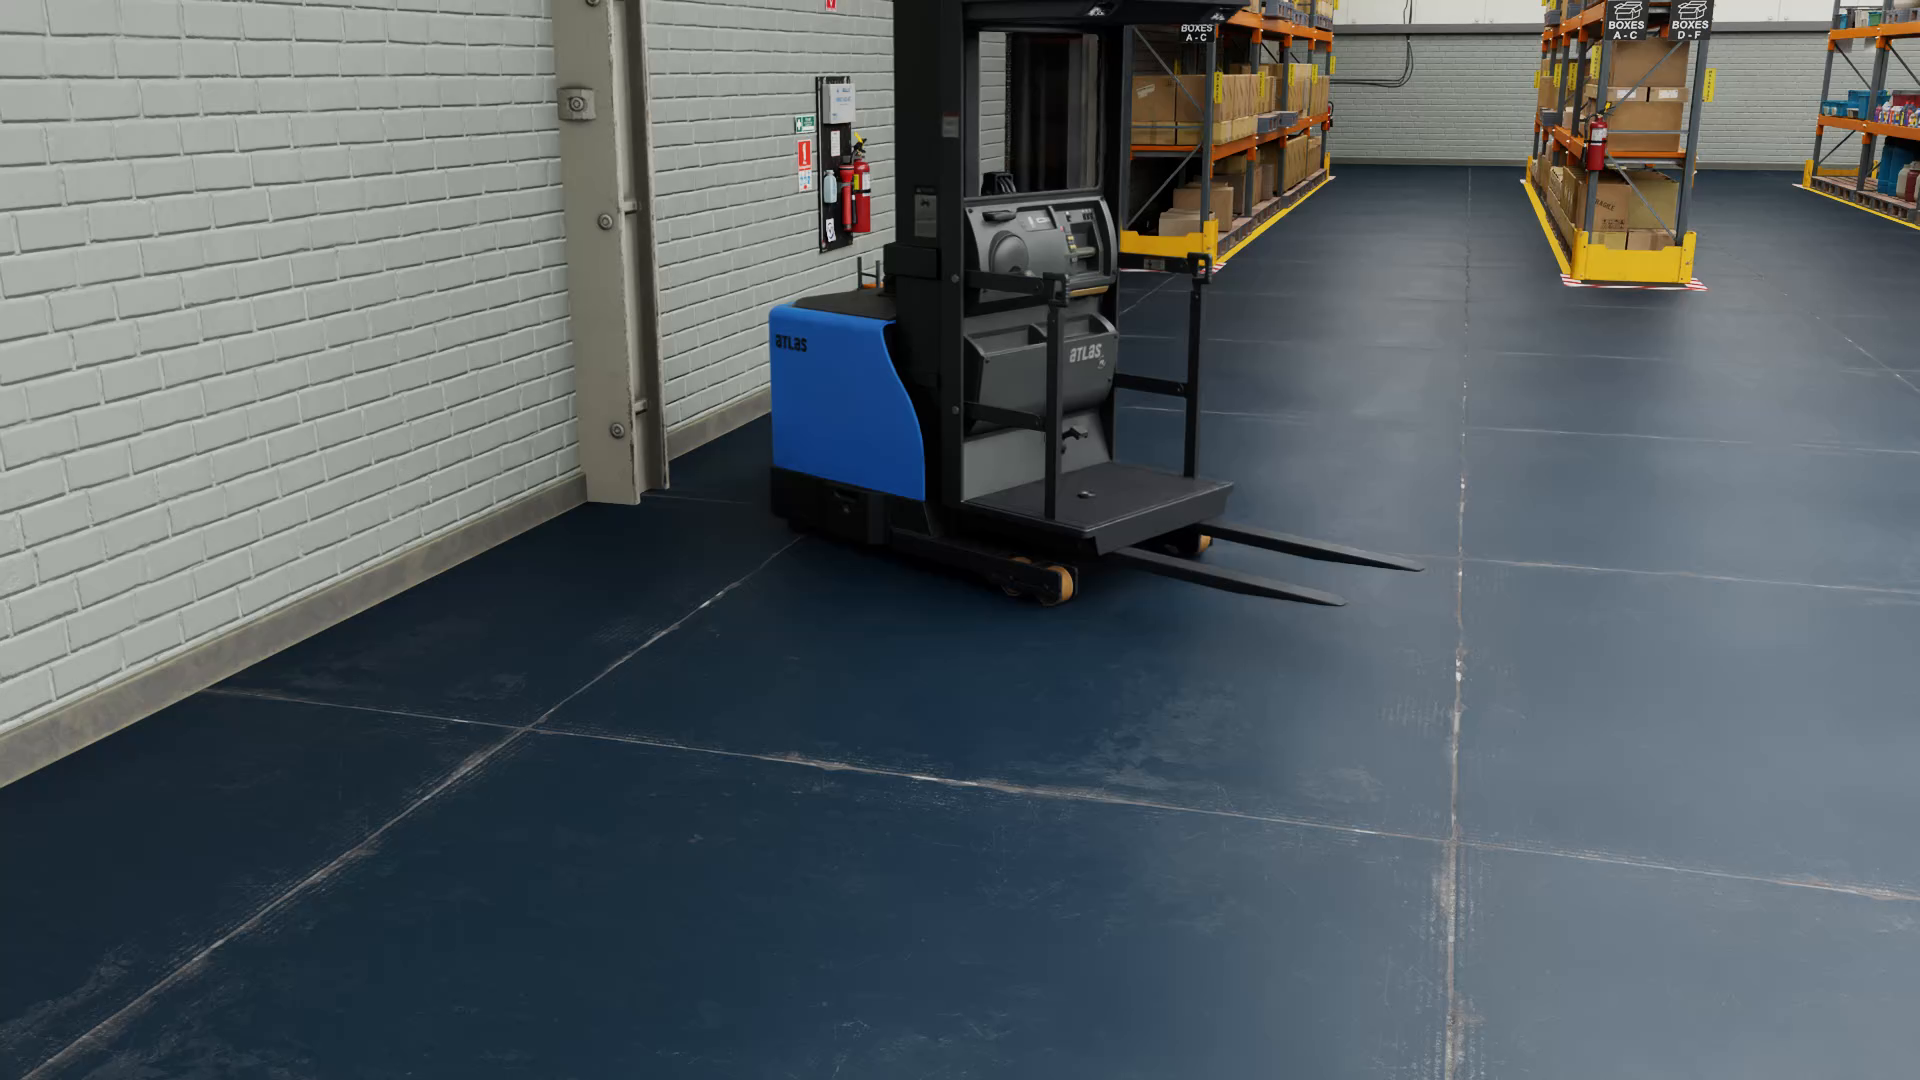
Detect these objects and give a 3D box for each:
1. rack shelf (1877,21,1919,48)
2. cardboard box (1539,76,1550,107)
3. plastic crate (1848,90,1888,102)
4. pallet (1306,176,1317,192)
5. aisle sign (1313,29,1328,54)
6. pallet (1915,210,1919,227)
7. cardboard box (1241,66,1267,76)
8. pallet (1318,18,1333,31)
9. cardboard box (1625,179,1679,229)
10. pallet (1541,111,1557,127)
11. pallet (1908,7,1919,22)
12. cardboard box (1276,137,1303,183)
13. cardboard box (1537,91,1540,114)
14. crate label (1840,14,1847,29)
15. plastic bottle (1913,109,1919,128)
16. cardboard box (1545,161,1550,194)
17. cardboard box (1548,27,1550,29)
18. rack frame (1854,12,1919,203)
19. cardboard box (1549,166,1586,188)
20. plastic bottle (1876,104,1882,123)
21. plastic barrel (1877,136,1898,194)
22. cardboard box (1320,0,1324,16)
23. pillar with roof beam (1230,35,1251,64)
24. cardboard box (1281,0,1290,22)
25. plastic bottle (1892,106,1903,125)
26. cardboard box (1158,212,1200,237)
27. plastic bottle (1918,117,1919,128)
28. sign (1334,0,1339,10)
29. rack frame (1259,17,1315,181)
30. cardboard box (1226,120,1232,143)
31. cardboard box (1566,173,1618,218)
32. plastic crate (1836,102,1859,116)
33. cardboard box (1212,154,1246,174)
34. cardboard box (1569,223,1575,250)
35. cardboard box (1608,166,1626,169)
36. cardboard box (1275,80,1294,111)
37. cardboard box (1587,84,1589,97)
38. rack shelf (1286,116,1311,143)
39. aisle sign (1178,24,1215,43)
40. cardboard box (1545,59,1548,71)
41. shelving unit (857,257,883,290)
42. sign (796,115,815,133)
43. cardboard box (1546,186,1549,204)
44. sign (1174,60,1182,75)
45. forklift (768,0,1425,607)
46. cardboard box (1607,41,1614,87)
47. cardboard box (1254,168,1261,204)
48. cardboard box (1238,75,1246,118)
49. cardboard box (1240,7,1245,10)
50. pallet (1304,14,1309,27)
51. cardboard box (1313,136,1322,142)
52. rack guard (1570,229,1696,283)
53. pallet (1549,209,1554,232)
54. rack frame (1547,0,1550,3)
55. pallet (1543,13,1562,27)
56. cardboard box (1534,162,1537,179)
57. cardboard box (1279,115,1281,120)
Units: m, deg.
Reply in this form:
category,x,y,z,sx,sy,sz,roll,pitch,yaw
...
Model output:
category,x,y,z,sx,sy,sz,roll,pitch,yaw
rack shelf,14.639,-7.519,24.664,1.077,0.370,4.000,5,16,16
cardboard box,10.111,-7.474,27.731,0.700,0.500,0.500,-1,16,-3
plastic crate,16.428,-7.936,30.137,0.616,0.435,0.499,5,16,16
pallet,6.000,-6.565,30.589,1.003,0.211,1.213,5,16,16
aisle sign,7.154,-10.007,32.848,0.394,0.787,0.004,5,16,16
pallet,13.814,-4.358,22.807,1.003,0.211,1.213,5,16,16
cardboard box,4.426,-7.061,25.050,0.380,0.149,0.250,2,16,7
pallet,6.645,-9.966,32.134,1.003,0.211,1.213,5,16,16
cardboard box,7.556,-3.685,18.220,0.500,0.500,0.500,5,16,16
pallet,9.448,-6.375,25.159,1.213,0.211,1.003,5,16,16
pallet,14.759,-7.788,24.640,1.003,0.211,1.213,5,16,16
cardboard box,5.399,-6.469,28.309,0.750,0.750,0.750,5,17,18
cardboard box,11.076,-8.194,31.039,0.500,0.500,0.500,4,16,15
crate label,15.773,-9.147,29.358,0.408,0.251,0.502,5,16,16
plastic bottle,14.004,-6.167,24.311,0.097,0.271,0.097,0,16,0
cardboard box,9.511,-5.692,26.173,0.500,0.500,0.500,4,16,14
cardboard box,10.629,-9.111,29.232,0.500,0.250,0.500,5,16,16
rack frame,15.208,-6.946,26.820,1.000,3.000,0.127,5,16,16
cardboard box,8.893,-5.319,24.327,0.500,0.311,0.500,5,17,18
plastic bottle,14.657,-6.792,26.491,0.061,0.283,0.133,5,16,16
plastic barrel,15.037,-5.997,26.552,0.600,0.901,0.708,5,16,16
cardboard box,6.317,-9.628,30.100,0.500,0.250,0.500,4,16,15
pillar with roof beam,9.206,-10.516,28.415,9.100,9.000,0.400,5,16,16
cardboard box,4.627,-7.868,24.701,0.500,0.311,0.500,5,16,16
plastic bottle,14.382,-6.492,25.446,0.152,0.276,0.135,5,16,16
cardboard box,2.582,-3.667,19.381,0.500,0.311,0.500,3,16,10
plastic bottle,13.921,-6.057,24.052,0.097,0.201,0.097,0,16,0
sign,7.362,-10.546,32.538,0.100,0.325,0.005,5,16,16
rack frame,5.709,-7.714,29.529,1.000,3.000,0.127,5,16,16
cardboard box,2.876,-4.752,19.324,0.500,0.250,0.500,4,16,14
cardboard box,7.330,-3.988,19.288,0.500,0.500,0.500,5,16,16
plastic crate,15.585,-7.557,29.172,0.416,0.233,0.300,5,16,16
cardboard box,3.751,-5.300,23.419,0.500,0.250,0.500,4,16,15
cardboard box,7.049,-3.365,18.467,0.500,0.250,0.500,5,16,16
cardboard box,9.410,-5.277,24.179,0.500,0.311,0.500,5,17,17
cardboard box,4.956,-6.976,26.160,0.500,0.500,0.500,5,17,18
cardboard box,7.853,-5.477,20.270,0.380,0.149,0.250,5,17,17
rack shelf,5.141,-6.845,27.782,1.077,0.370,4.000,5,16,16
aisle sign,2.566,-5.783,17.957,0.394,0.787,0.004,5,16,16
cardboard box,10.498,-8.147,29.038,0.500,0.500,0.500,4,16,15
shelving unit,-0.249,-0.890,8.759,0.503,1.200,0.258,-8,17,-27
sign,-1.021,-2.747,10.982,0.001,0.109,0.331,5,16,16
cardboard box,8.893,-5.049,24.403,0.500,0.250,0.500,5,16,16
sign,2.903,-6.220,22.140,0.100,0.325,0.005,5,16,16
forklift,0.516,-1.299,7.038,3.031,2.935,1.130,14,21,40
cardboard box,7.354,-5.137,17.881,0.700,0.500,0.500,4,16,14
cardboard box,4.046,-5.226,24.532,0.700,0.500,0.500,5,16,16
cardboard box,3.161,-5.373,20.141,0.500,0.500,0.500,5,17,18
cardboard box,3.096,-6.559,19.740,0.500,0.500,0.500,6,17,19
pallet,5.496,-8.821,28.286,0.805,0.209,1.217,4,16,14
cardboard box,6.881,-7.833,32.572,0.380,0.149,0.250,4,16,15
rack guard,7.043,-2.982,17.428,1.175,0.500,0.348,5,16,16
pallet,8.703,-4.412,22.998,1.003,0.211,1.213,5,16,16
rack frame,11.596,-11.263,31.049,1.000,3.000,0.127,5,16,16
pallet,10.207,-8.518,27.212,1.213,0.211,1.003,5,16,16
cardboard box,10.563,-6.616,29.780,0.500,0.311,0.500,5,16,16
cardboard box,4.888,-6.624,26.111,0.380,0.149,0.250,4,16,15
